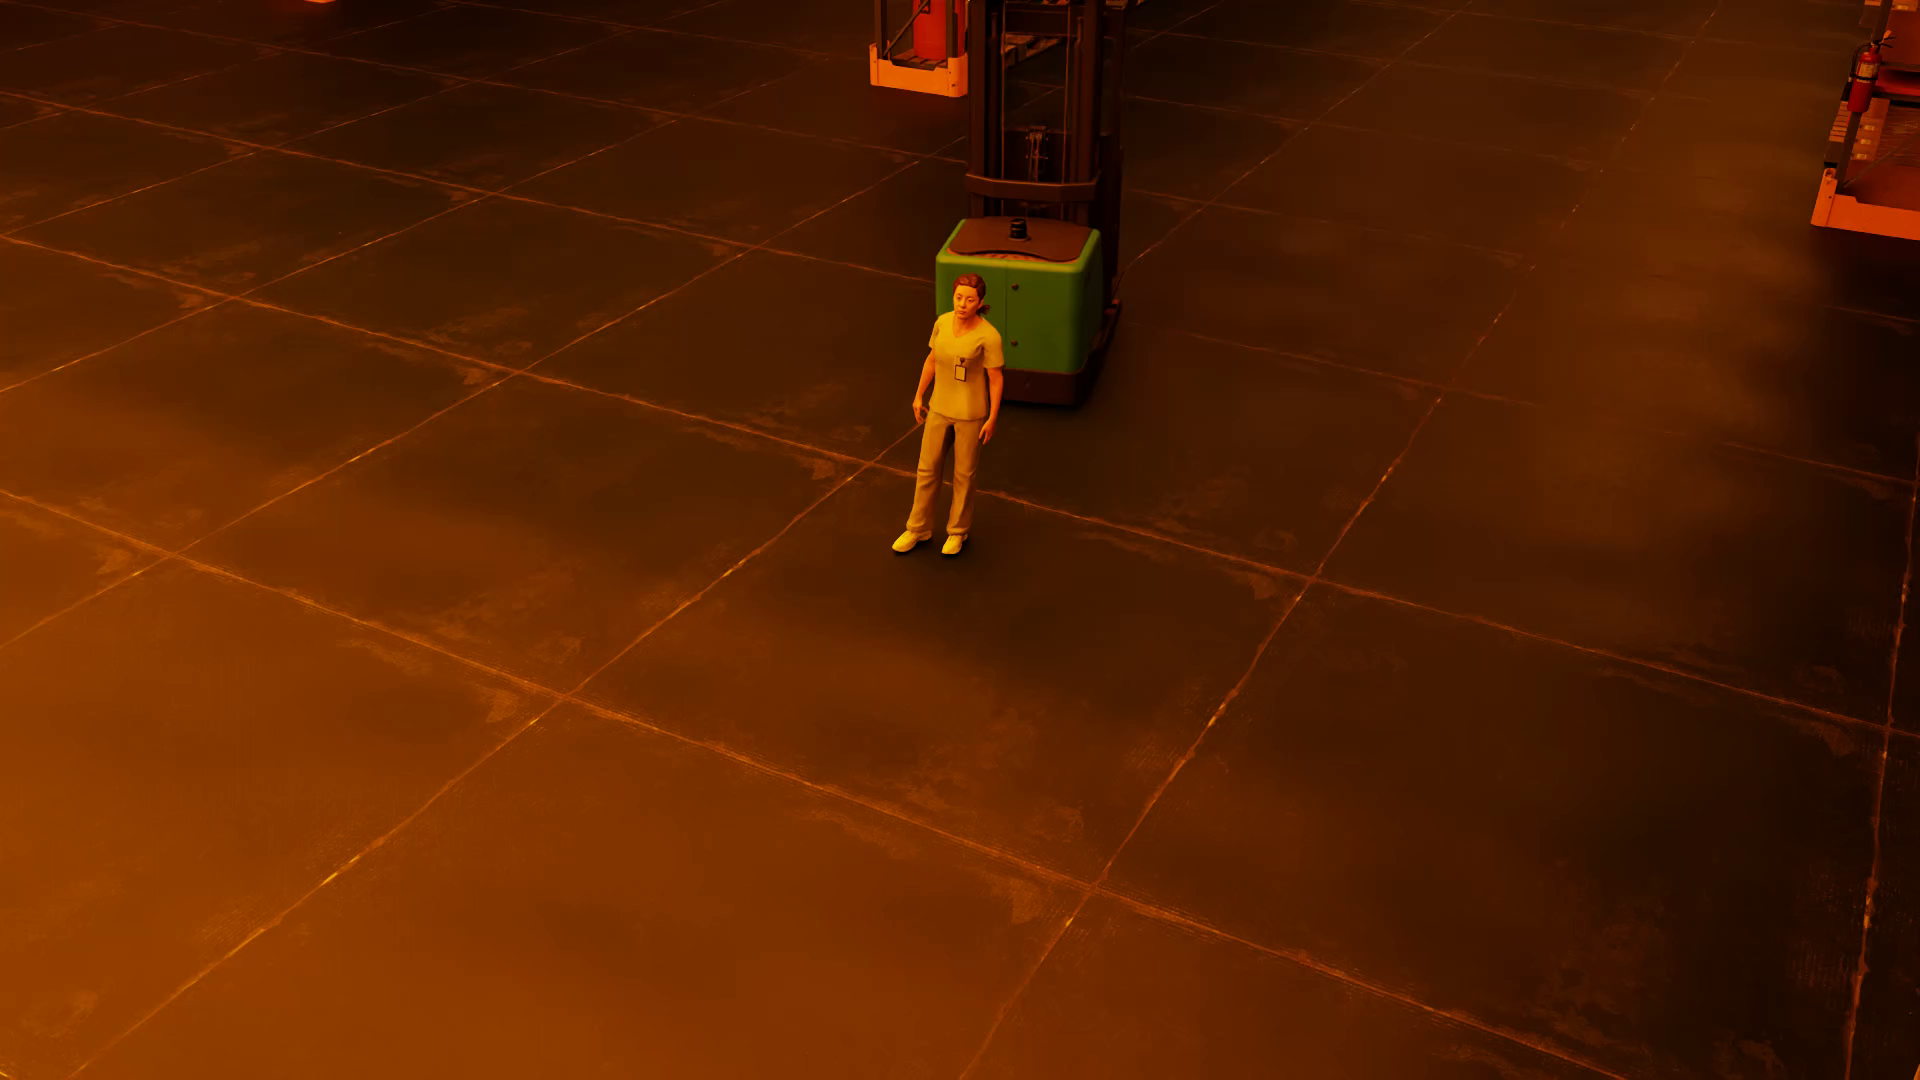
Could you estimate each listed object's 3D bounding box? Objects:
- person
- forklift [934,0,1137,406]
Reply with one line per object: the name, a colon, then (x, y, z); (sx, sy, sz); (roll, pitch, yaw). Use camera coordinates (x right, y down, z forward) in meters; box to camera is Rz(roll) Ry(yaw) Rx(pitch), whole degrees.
person: (-0.051, -0.700, 9.524); (0.549, 1.675, 0.533); (15, 33, 25)
forklift: (0.648, -2.918, 12.126); (1.130, 2.935, 3.031); (7, 31, 11)
